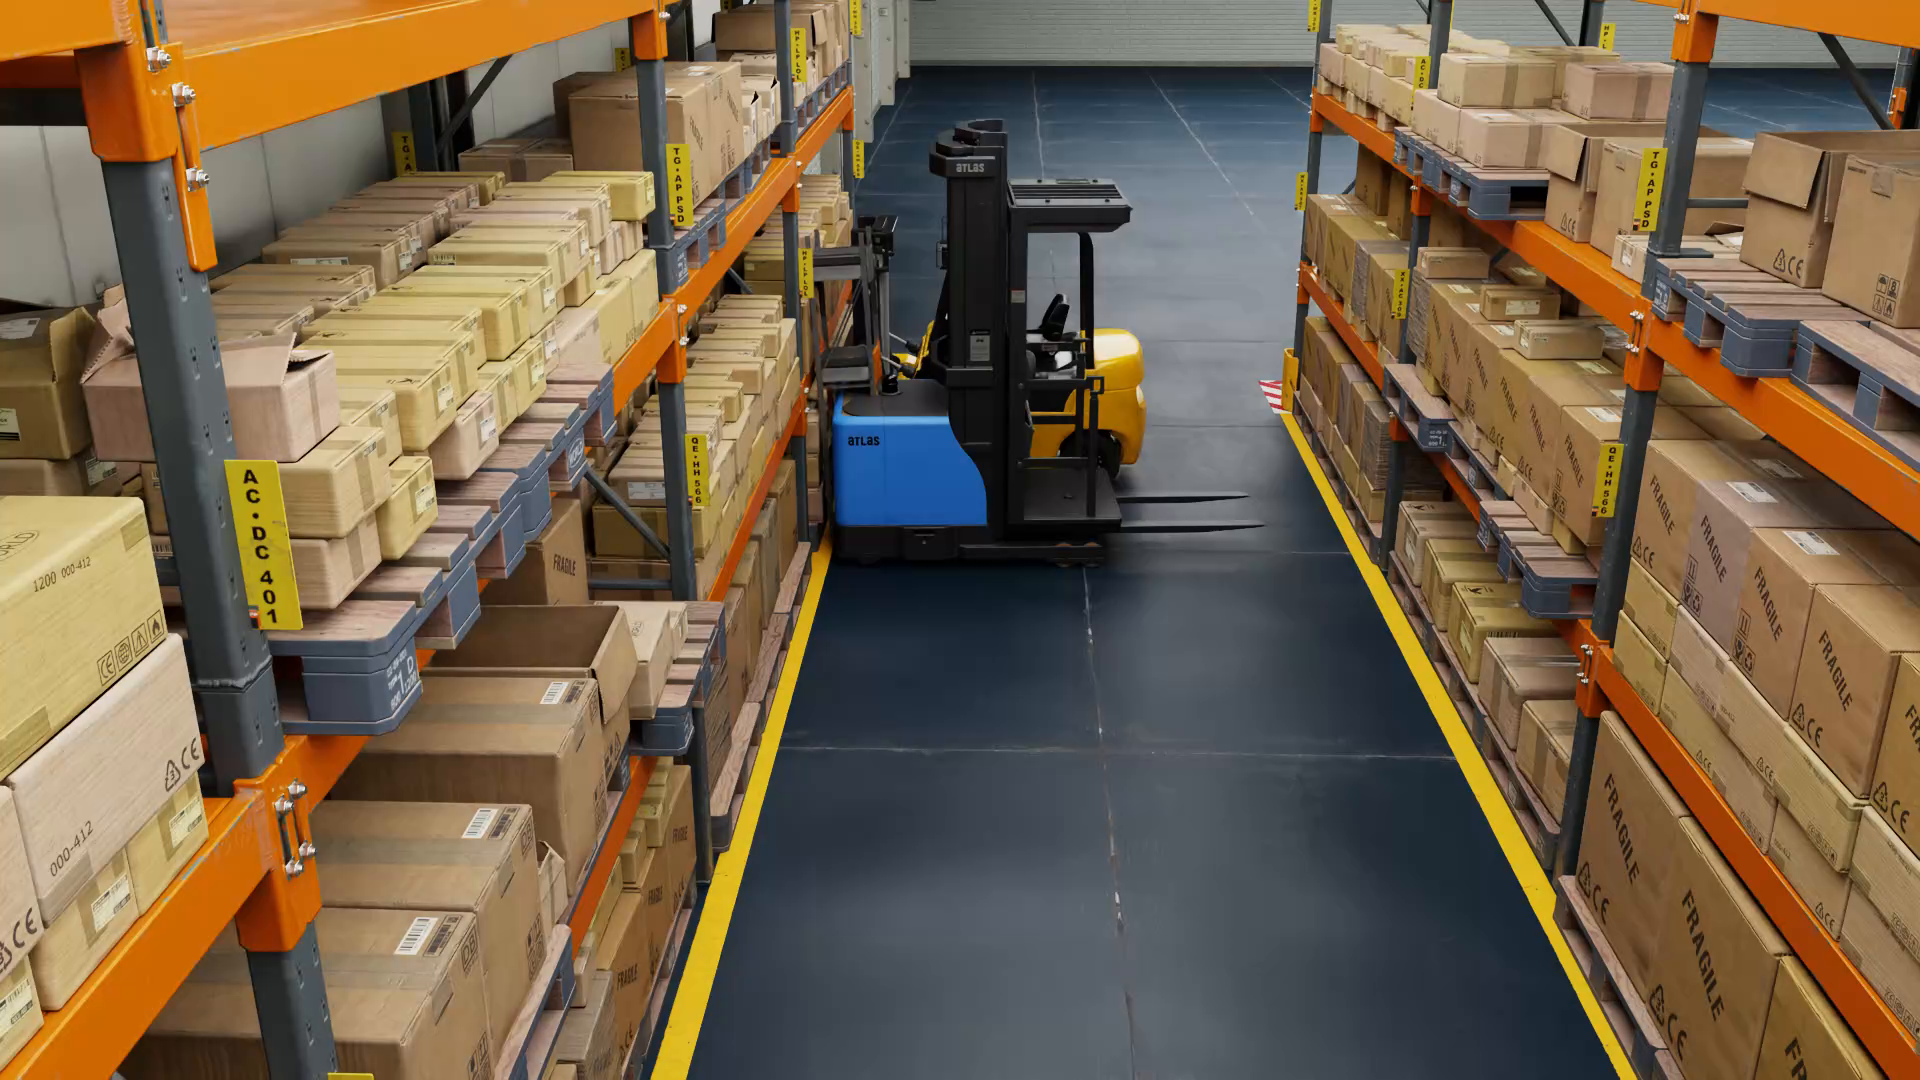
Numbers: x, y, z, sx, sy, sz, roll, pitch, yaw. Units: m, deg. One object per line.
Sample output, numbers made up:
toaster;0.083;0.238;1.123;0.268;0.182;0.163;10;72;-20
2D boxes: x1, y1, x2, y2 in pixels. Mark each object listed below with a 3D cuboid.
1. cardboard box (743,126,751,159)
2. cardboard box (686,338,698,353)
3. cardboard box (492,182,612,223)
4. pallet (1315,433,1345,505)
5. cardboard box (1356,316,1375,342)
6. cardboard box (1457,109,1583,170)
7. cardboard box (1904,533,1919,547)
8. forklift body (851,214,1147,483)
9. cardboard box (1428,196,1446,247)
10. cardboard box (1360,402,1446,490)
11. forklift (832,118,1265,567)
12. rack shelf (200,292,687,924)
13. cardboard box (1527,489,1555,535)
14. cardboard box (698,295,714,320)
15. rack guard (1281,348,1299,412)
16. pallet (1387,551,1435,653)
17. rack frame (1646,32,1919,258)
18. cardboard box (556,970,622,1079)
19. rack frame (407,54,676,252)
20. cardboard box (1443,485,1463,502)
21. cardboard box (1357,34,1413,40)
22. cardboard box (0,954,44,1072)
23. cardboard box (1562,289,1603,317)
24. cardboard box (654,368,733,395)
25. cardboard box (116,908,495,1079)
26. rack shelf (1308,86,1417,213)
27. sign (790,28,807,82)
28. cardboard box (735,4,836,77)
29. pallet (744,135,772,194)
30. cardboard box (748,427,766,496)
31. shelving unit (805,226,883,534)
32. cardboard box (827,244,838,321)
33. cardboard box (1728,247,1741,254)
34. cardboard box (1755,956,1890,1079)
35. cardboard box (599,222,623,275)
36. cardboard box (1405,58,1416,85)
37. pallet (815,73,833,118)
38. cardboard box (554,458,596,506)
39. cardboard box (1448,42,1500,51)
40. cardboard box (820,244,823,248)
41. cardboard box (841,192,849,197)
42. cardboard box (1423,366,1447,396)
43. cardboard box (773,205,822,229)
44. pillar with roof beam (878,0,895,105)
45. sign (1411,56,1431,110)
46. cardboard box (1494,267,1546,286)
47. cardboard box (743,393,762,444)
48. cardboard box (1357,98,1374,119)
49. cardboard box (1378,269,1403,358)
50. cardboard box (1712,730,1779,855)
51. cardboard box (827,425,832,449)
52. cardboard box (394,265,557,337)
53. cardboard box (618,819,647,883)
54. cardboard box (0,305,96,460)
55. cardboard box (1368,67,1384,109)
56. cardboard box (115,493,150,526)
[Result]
cardboard box;-1.307;-2.089;8.747;0.380;0.149;0.250;0;21;1
cardboard box;-1.851;-1.046;10.093;0.500;0.250;0.500;0;21;1
cardboard box;-1.504;-1.230;6.150;0.380;0.149;0.250;0;21;0
pallet;3.427;-0.577;13.224;1.003;0.211;1.213;1;21;2
cardboard box;3.140;-1.561;12.253;0.380;0.149;0.250;0;21;1
cardboard box;2.981;-2.143;8.886;0.500;0.250;0.500;0;21;1
cardboard box;3.502;0.297;5.596;0.500;0.500;0.500;1;21;2
forklift body;0.333;-1.590;13.152;2.313;2.155;1.214;1;21;2
cardboard box;3.675;-2.184;11.579;0.700;0.500;0.500;1;21;2
cardboard box;3.157;-0.672;11.798;0.500;0.500;0.500;0;21;1
forklift;0.625;-1.371;11.511;3.031;2.935;1.130;0;21;-1
rack shelf;-1.737;-0.138;5.087;1.077;0.370;4.000;1;21;2
cardboard box;2.959;-0.134;7.995;0.380;0.149;0.250;0;21;1
cardboard box;-1.779;-1.469;10.633;0.380;0.149;0.250;0;21;0
rack guard;3.527;-1.445;15.062;1.175;0.500;0.348;1;21;2
pallet;3.385;0.390;10.732;1.003;0.211;1.213;1;21;2
rack frame;3.286;-2.542;6.140;1.000;3.000;0.127;1;21;2
cardboard box;-1.510;1.884;5.900;0.500;0.500;0.500;0;21;0
rack frame;-1.676;-2.595;6.278;1.000;3.000;0.127;1;21;2
cardboard box;3.695;-0.316;11.916;0.500;0.250;0.500;0;21;-1
cardboard box;3.259;-3.803;12.782;0.380;0.149;0.250;1;21;1
cardboard box;-1.541;0.685;2.317;0.380;0.149;0.250;1;21;3
cardboard box;3.626;-1.357;9.352;0.380;0.149;0.250;0;21;-1
cardboard box;-1.432;-0.821;8.964;0.380;0.149;0.250;1;21;2
cardboard box;-1.559;1.233;3.986;0.700;0.500;0.500;1;21;3
rack shelf;3.468;-2.978;12.404;1.077;0.370;4.000;1;21;2
sign;-1.011;-3.028;10.391;0.100;0.325;0.005;1;21;2
cardboard box;-1.333;-3.846;12.792;0.700;0.500;0.500;1;21;2
pallet;-1.568;-2.235;9.760;0.805;0.209;1.217;0;21;-1
cardboard box;-1.372;-0.442;9.228;0.500;0.250;0.500;1;21;3
shelving unit;-0.777;-1.129;11.779;0.431;2.100;0.503;-3;16;4
cardboard box;-1.230;-2.002;12.904;0.500;0.500;0.500;1;21;2
cardboard box;3.465;-1.138;7.017;0.380;0.149;0.250;1;21;2
cardboard box;3.123;1.944;5.228;0.875;0.875;0.875;1;21;3
cardboard box;-1.473;-1.088;6.197;0.380;0.149;0.250;0;21;0
cardboard box;3.130;-3.056;10.857;0.380;0.149;0.250;0;21;0
pallet;-1.514;-3.351;12.493;1.003;0.211;1.213;1;21;2
cardboard box;-1.868;-0.267;7.536;0.380;0.149;0.250;1;21;3
cardboard box;3.708;-3.518;12.047;0.380;0.149;0.250;1;21;3
cardboard box;-1.204;-2.077;12.201;0.380;0.149;0.250;0;21;1
cardboard box;-1.163;-2.912;14.351;0.380;0.149;0.250;1;21;2
cardboard box;3.058;-0.984;10.184;0.380;0.149;0.250;1;21;3
cardboard box;-1.273;-2.492;12.859;0.380;0.149;0.250;1;21;2
pillar with roof beam;2.678;-13.876;35.351;9.100;9.000;0.400;1;21;2
sign;2.865;-2.834;10.325;0.100;0.325;0.005;1;21;2
cardboard box;3.623;-1.403;10.368;0.500;0.500;0.500;0;21;1
cardboard box;-1.377;-0.674;9.137;0.500;0.250;0.500;1;21;2
cardboard box;3.192;-3.240;12.432;0.380;0.149;0.250;0;21;0
cardboard box;3.172;-1.540;11.302;0.500;0.500;0.500;0;21;0
cardboard box;3.000;0.874;5.836;0.500;0.250;0.500;1;21;3
cardboard box;-1.218;-0.745;12.333;0.500;0.250;0.500;1;21;1
cardboard box;-1.362;-0.675;4.693;0.380;0.149;0.250;1;21;2
cardboard box;-1.467;1.244;6.655;0.380;0.149;0.250;0;21;0
cardboard box;-1.857;-0.319;3.203;0.396;0.266;0.258;0;21;1
cardboard box;3.196;-3.188;11.748;0.500;0.250;0.500;0;21;1
cardboard box;-1.857;0.014;3.328;0.380;0.149;0.250;1;21;1
